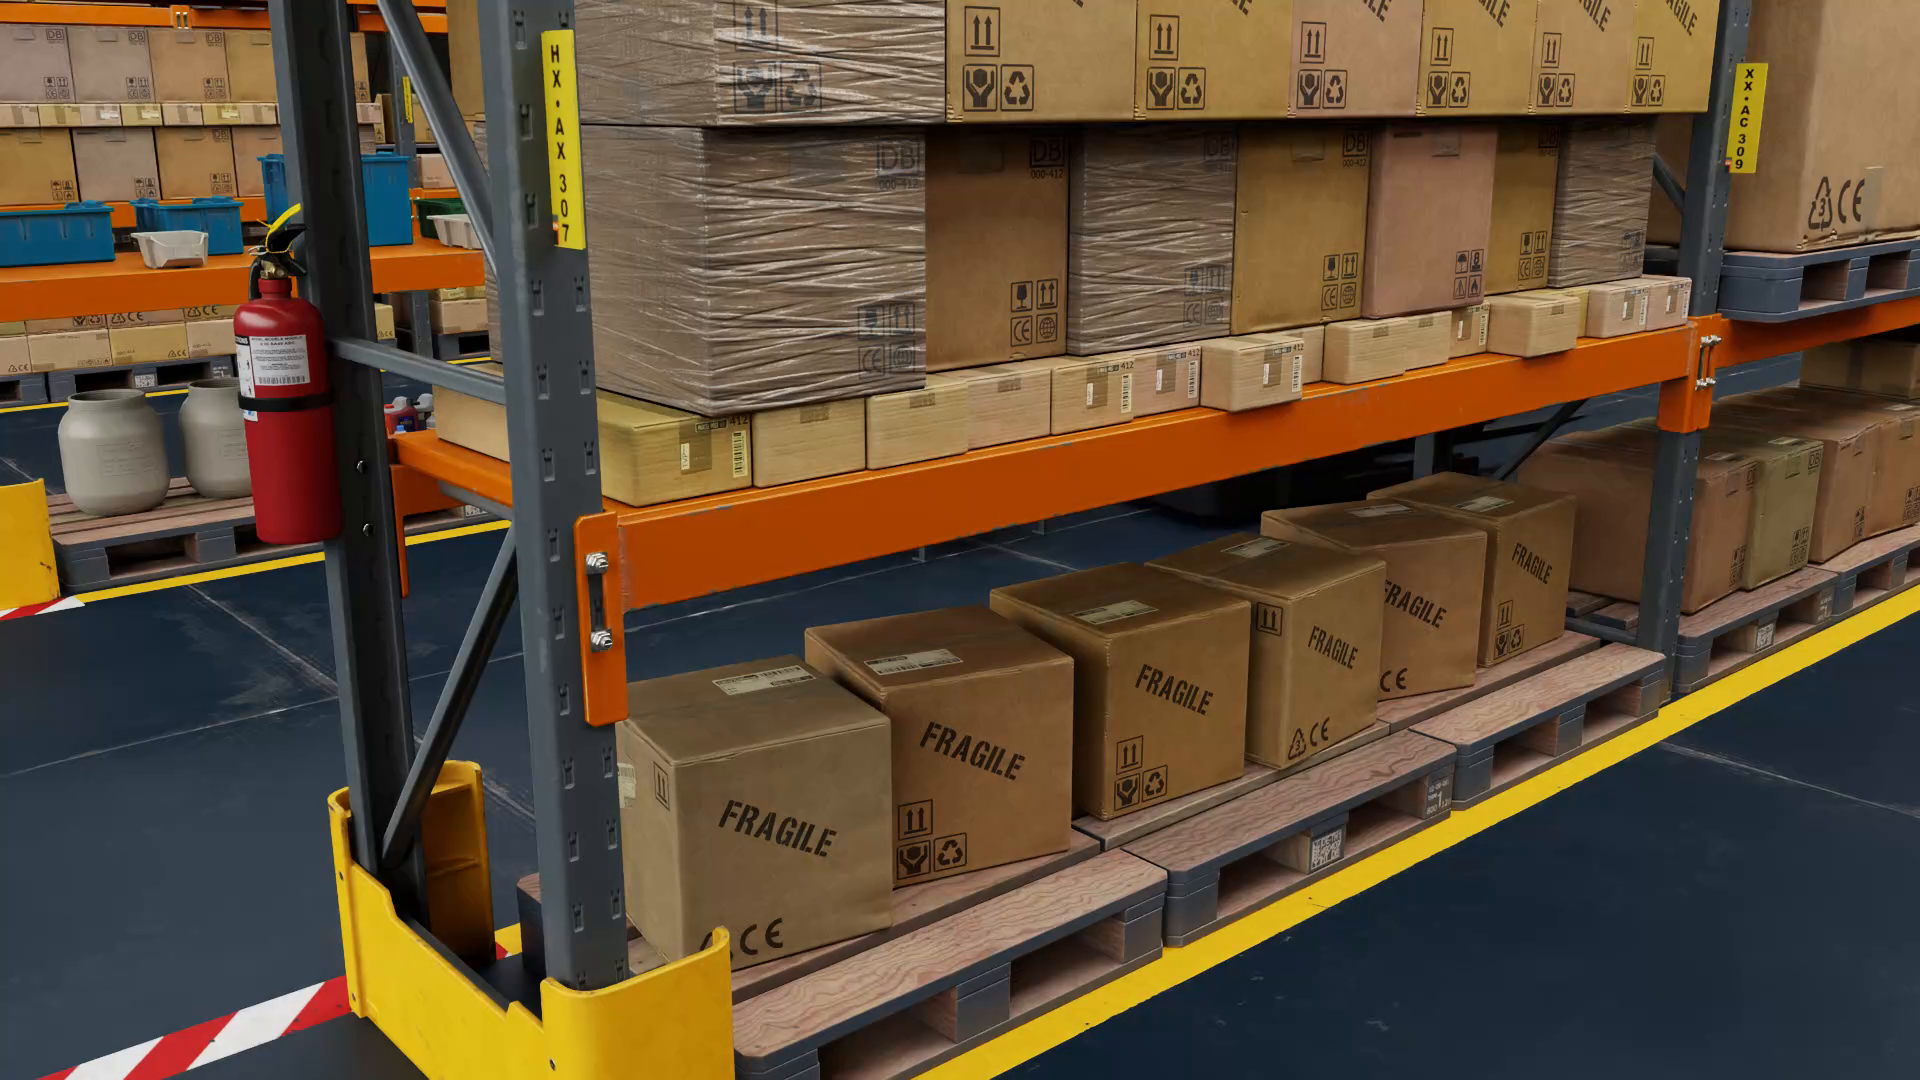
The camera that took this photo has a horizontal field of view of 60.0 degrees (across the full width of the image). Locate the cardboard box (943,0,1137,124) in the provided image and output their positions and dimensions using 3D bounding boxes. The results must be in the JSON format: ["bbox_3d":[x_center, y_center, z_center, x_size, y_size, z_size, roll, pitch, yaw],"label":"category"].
[{"bbox_3d":[0.006,-1.101,3.353,0.500,0.500,0.500,-13,19,-39],"label":"cardboard box"}]

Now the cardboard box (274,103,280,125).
[{"bbox_3d":[-4.900,-3.097,12.082,0.250,0.149,0.380,-13,20,-41],"label":"cardboard box"}]

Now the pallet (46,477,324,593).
[{"bbox_3d":[-3.578,-0.079,7.635,1.213,0.211,1.003,-13,19,-39],"label":"pallet"}]

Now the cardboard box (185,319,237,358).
[{"bbox_3d":[-5.410,-1.493,12.040,0.500,0.250,0.500,-13,19,-39],"label":"cardboard box"}]

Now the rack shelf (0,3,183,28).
[{"bbox_3d":[-9.215,-4.636,14.876,4.000,0.370,1.077,-13,19,-39],"label":"rack shelf"}]

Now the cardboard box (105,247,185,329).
[{"bbox_3d":[-5.786,-1.770,11.625,0.500,0.500,0.500,-13,19,-39],"label":"cardboard box"}]

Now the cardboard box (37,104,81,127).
[{"bbox_3d":[-6.062,-2.837,11.107,0.250,0.149,0.380,-13,20,-40],"label":"cardboard box"}]

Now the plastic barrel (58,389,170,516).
[{"bbox_3d":[-3.775,-0.394,7.421,0.421,0.512,0.421,0,15,0],"label":"plastic barrel"}]

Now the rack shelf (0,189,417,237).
[{"bbox_3d":[-5.961,-2.223,11.655,4.000,0.370,1.077,-13,19,-39],"label":"rack shelf"}]

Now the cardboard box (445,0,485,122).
[{"bbox_3d":[-0.717,-1.119,3.420,0.500,0.500,0.500,-13,19,-39],"label":"cardboard box"}]

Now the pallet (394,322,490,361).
[{"bbox_3d":[-3.922,-1.695,13.686,1.213,0.211,1.003,-13,19,-39],"label":"pallet"}]

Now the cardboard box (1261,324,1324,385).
[{"bbox_3d":[0.699,-0.487,4.247,0.250,0.149,0.380,-13,19,-39],"label":"cardboard box"}]

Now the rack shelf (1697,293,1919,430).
[{"bbox_3d":[3.557,-0.972,6.969,4.000,0.370,1.077,-13,19,-39],"label":"rack shelf"}]

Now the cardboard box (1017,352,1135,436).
[{"bbox_3d":[0.170,-0.349,3.730,0.250,0.149,0.380,-13,19,-39],"label":"cardboard box"}]

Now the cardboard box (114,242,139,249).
[{"bbox_3d":[-6.138,-1.874,12.016,0.500,0.500,0.500,-13,19,-39],"label":"cardboard box"}]

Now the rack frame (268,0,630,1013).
[{"bbox_3d":[-0.970,-0.303,3.071,0.127,3.000,1.000,-13,19,-39],"label":"rack frame"}]

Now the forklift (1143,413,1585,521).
[{"bbox_3d":[2.148,-1.776,8.721,3.031,2.935,1.130,-10,18,-32],"label":"forklift"}]

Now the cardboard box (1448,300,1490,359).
[{"bbox_3d":[1.265,-0.614,4.721,0.250,0.149,0.380,-13,19,-39],"label":"cardboard box"}]

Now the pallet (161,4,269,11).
[{"bbox_3d":[-7.171,-5.316,16.390,1.003,0.211,1.213,-13,19,-39],"label":"pallet"}]

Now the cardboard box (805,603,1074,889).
[{"bbox_3d":[-0.059,0.491,4.128,0.500,0.500,0.500,-7,17,-25],"label":"cardboard box"}]

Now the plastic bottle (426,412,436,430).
[{"bbox_3d":[-2.714,-0.564,8.619,0.097,0.201,0.097,0,15,0],"label":"plastic bottle"}]

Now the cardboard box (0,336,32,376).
[{"bbox_3d":[-6.544,-1.239,11.092,0.500,0.250,0.500,-13,19,-39],"label":"cardboard box"}]

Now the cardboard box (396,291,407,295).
[{"bbox_3d":[-4.335,-2.179,13.525,0.500,0.311,0.500,-13,19,-39],"label":"cardboard box"}]

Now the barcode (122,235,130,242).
[{"bbox_3d":[-8.272,-2.988,16.495,0.075,0.075,0.001,-13,19,-39],"label":"barcode"}]

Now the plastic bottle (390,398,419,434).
[{"bbox_3d":[-2.845,-0.581,8.522,0.133,0.283,0.061,-13,19,-39],"label":"plastic bottle"}]

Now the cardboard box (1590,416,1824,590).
[{"bbox_3d":[2.898,-0.162,6.536,0.500,0.500,0.700,-13,20,-40],"label":"cardboard box"}]

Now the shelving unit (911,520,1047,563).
[{"bbox_3d":[-0.005,-0.723,7.552,0.755,1.500,0.431,-13,19,-39],"label":"shelving unit"}]

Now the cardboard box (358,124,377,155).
[{"bbox_3d":[-4.783,-2.882,12.532,0.500,0.500,0.700,-13,20,-41],"label":"cardboard box"}]

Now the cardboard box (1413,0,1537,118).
[{"bbox_3d":[1.135,-1.356,4.307,0.500,0.500,0.500,-13,19,-39],"label":"cardboard box"}]

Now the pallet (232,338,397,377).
[{"bbox_3d":[-5.079,-1.436,12.717,1.213,0.211,1.003,-13,19,-39],"label":"pallet"}]

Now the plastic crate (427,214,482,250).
[{"bbox_3d":[-2.262,-1.493,8.038,0.437,0.136,0.530,-13,19,-39],"label":"plastic crate"}]

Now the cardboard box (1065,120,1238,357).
[{"bbox_3d":[0.167,-0.767,4.039,0.500,0.500,0.875,-13,19,-39],"label":"cardboard box"}]

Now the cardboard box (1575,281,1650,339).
[{"bbox_3d":[1.884,-0.725,5.138,0.250,0.149,0.380,-13,19,-39],"label":"cardboard box"}]

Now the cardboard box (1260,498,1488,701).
[{"bbox_3d":[1.293,0.183,5.283,0.500,0.500,0.500,-6,16,-22],"label":"cardboard box"}]

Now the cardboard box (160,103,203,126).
[{"bbox_3d":[-5.475,-2.969,11.601,0.250,0.149,0.380,-12,19,-38],"label":"cardboard box"}]

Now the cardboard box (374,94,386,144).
[{"bbox_3d":[-6.398,-4.425,17.456,0.500,0.500,0.700,-10,18,-32],"label":"cardboard box"}]

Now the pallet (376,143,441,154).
[{"bbox_3d":[-6.156,-4.115,17.715,1.213,0.211,1.003,-13,19,-39],"label":"pallet"}]

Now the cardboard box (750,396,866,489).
[{"bbox_3d":[-0.397,-0.222,3.255,0.250,0.149,0.380,-13,19,-39],"label":"cardboard box"}]

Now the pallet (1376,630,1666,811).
[{"bbox_3d":[1.565,0.487,5.516,1.213,0.211,1.003,-13,19,-39],"label":"pallet"}]

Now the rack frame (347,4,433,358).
[{"bbox_3d":[-4.452,-2.910,12.830,0.127,3.000,1.000,-13,19,-39],"label":"rack frame"}]

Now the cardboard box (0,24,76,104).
[{"bbox_3d":[-6.296,-3.168,11.091,0.500,0.500,0.700,-13,19,-39],"label":"cardboard box"}]

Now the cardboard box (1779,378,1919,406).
[{"bbox_3d":[4.163,-0.449,7.610,0.700,0.500,0.500,14,20,42],"label":"cardboard box"}]

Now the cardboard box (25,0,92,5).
[{"bbox_3d":[-8.315,-5.164,15.224,0.500,0.500,0.500,14,20,42],"label":"cardboard box"}]

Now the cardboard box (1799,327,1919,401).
[{"bbox_3d":[4.186,-0.814,7.523,0.500,0.250,0.500,-10,18,-33],"label":"cardboard box"}]

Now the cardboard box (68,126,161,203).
[{"bbox_3d":[-5.943,-2.620,11.551,0.500,0.500,0.700,-12,19,-38],"label":"cardboard box"}]

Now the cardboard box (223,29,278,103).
[{"bbox_3d":[-5.163,-3.422,12.043,0.500,0.500,0.700,-13,20,-39],"label":"cardboard box"}]

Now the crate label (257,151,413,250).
[{"bbox_3d":[-3.010,-1.649,8.041,0.616,0.435,0.502,-13,19,-39],"label":"crate label"}]

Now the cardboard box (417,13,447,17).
[{"bbox_3d":[-5.728,-5.858,17.818,0.637,0.503,0.797,-9,18,-32],"label":"cardboard box"}]

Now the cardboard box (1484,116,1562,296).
[{"bbox_3d":[1.268,-1.030,5.025,0.500,0.500,0.875,-13,19,-39],"label":"cardboard box"}]

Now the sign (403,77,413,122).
[{"bbox_3d":[-4.087,-3.258,12.305,0.005,0.325,0.100,-13,19,-39],"label":"sign"}]
